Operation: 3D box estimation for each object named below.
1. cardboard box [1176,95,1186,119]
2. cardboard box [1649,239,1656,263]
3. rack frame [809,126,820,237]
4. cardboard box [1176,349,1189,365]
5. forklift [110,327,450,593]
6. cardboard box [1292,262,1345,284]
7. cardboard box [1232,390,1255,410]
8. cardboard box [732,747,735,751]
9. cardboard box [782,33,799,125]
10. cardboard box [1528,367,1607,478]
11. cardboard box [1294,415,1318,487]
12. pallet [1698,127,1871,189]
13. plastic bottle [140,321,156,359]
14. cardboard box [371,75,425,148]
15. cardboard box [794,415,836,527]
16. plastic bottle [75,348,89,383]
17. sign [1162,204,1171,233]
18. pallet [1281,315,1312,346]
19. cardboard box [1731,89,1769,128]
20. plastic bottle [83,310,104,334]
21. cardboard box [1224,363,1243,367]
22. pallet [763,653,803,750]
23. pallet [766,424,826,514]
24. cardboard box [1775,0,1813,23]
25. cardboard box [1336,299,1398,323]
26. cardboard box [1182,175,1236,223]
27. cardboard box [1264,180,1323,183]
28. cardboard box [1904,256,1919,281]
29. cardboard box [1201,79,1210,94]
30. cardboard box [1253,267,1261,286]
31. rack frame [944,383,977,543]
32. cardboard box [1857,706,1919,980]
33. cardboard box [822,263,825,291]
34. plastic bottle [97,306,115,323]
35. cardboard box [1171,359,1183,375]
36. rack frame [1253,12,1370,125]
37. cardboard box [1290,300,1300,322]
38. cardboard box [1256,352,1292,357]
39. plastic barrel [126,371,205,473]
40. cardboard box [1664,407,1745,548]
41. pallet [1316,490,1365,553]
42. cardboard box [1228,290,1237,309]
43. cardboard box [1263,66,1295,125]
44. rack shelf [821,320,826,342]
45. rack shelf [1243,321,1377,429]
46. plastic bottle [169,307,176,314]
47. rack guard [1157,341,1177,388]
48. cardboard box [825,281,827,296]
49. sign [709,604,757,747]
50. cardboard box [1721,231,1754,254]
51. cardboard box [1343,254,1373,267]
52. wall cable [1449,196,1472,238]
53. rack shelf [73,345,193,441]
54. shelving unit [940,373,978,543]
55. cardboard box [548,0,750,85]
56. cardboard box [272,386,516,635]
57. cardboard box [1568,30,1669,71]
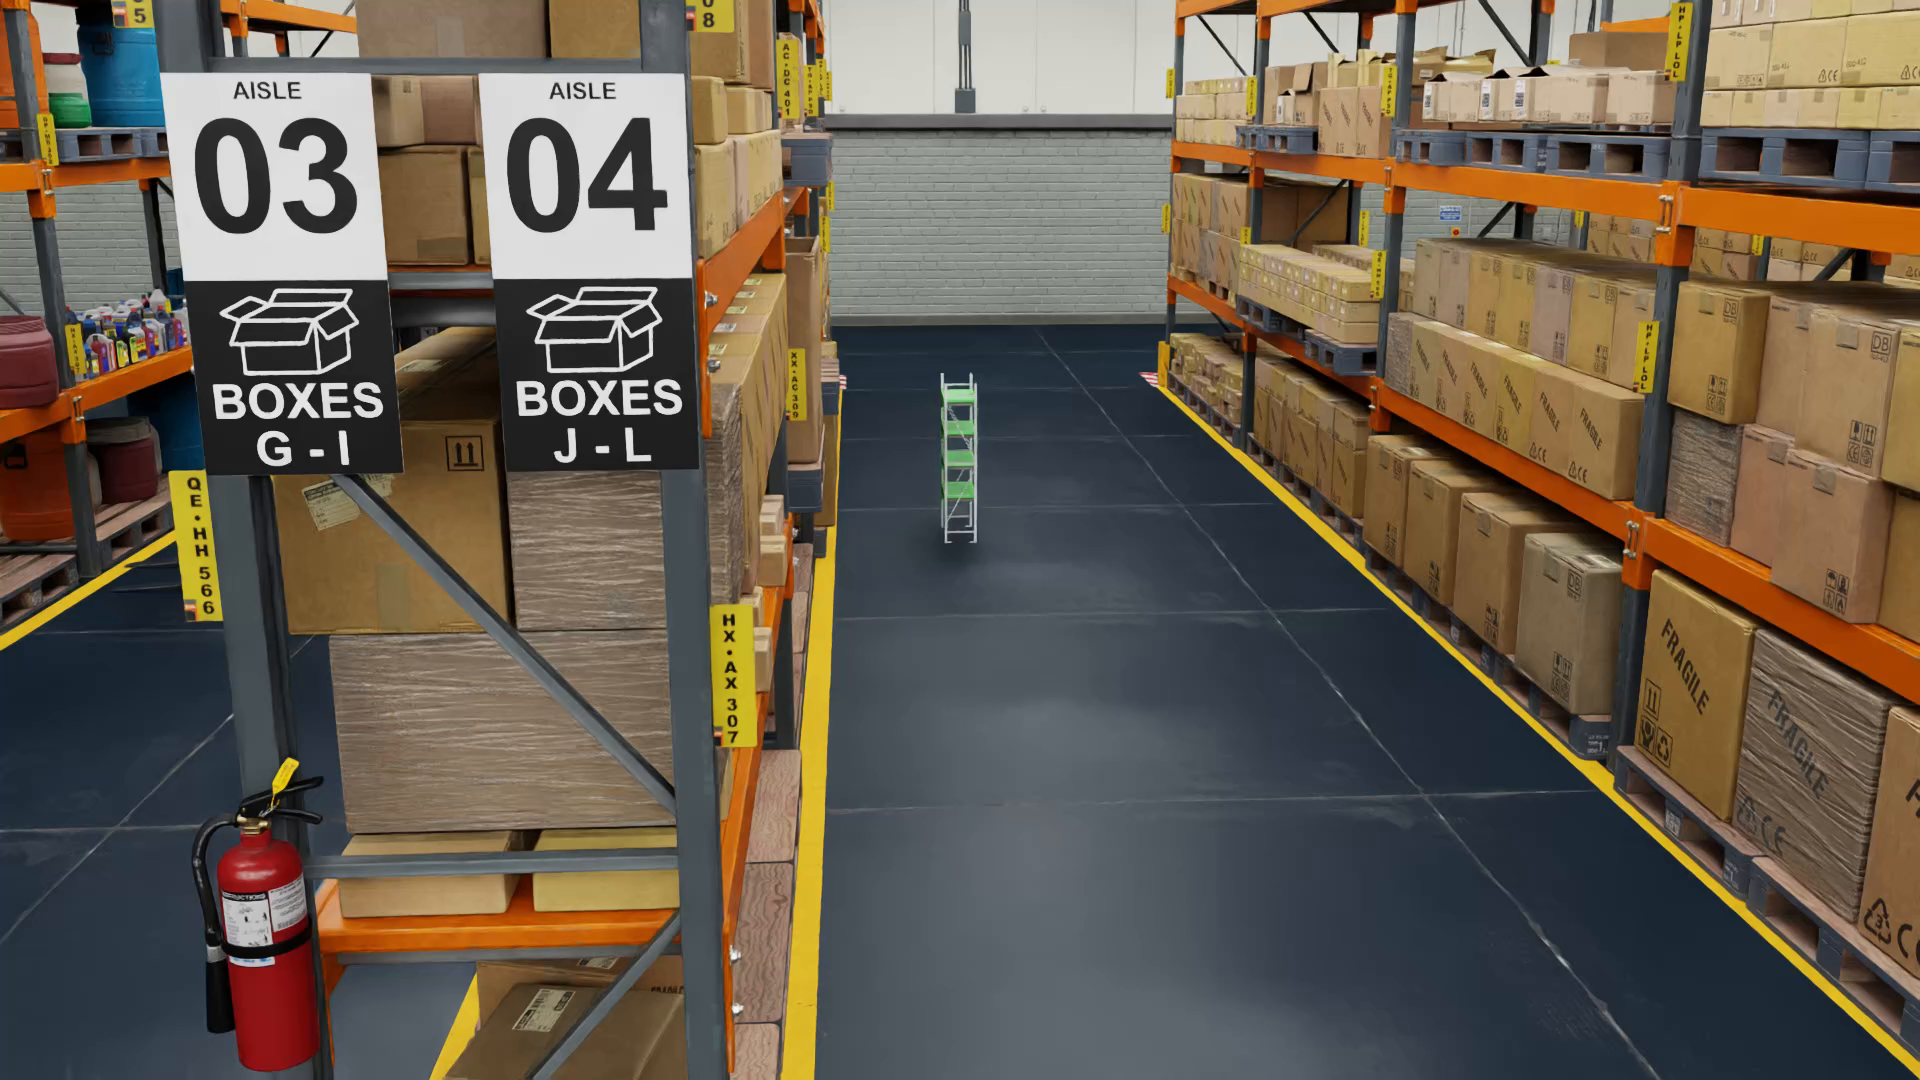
[{"bbox_3d":[2.696,-4.813,18.491,0.500,0.250,0.500,-1,14,-3],"label":"cardboard box"},{"bbox_3d":[7.726,-2.956,17.795,0.500,0.500,0.500,0,14,-2],"label":"cardboard box"},{"bbox_3d":[-1.781,-2.260,15.291,1.000,3.000,0.127,-1,14,-3],"label":"rack frame"},{"bbox_3d":[2.665,-2.070,18.834,0.380,0.149,0.250,-1,14,-4],"label":"cardboard box"},{"bbox_3d":[-3.980,-1.083,10.852,3.031,2.935,1.130,-5,15,-18],"label":"forklift"},{"bbox_3d":[2.858,-2.123,13.226,0.380,0.149,0.250,0,14,-1],"label":"cardboard box"},{"bbox_3d":[2.839,-1.352,16.043,0.380,0.149,0.250,-1,14,-2],"label":"cardboard box"},{"bbox_3d":[-0.859,0.522,4.981,0.380,0.149,0.250,-1,14,-3],"label":"cardboard box"},{"bbox_3d":[-1.196,-2.643,9.556,0.500,0.500,0.500,-1,14,-2],"label":"cardboard box"},{"bbox_3d":[3.341,-0.622,8.723,0.500,0.500,0.500,-1,14,-4],"label":"cardboard box"},{"bbox_3d":[3.044,-0.730,13.517,0.500,0.500,0.500,-2,15,-6],"label":"cardboard box"},{"bbox_3d":[3.712,-1.528,6.604,1.003,0.211,1.213,-1,14,-3],"label":"pallet"},{"bbox_3d":[-6.207,-1.533,12.700,0.061,0.283,0.133,-1,14,-3],"label":"plastic bottle"},{"bbox_3d":[-1.366,-0.913,3.537,0.380,0.149,0.250,-1,14,-3],"label":"cardboard box"},{"bbox_3d":[-1.555,-0.612,12.306,1.225,0.875,0.875,-2,15,-6],"label":"cardboard box"},{"bbox_3d":[-6.181,-1.242,11.581,0.152,0.276,0.135,-1,14,-3],"label":"plastic bottle"},{"bbox_3d":[2.386,-3.717,19.217,0.100,0.325,0.005,-1,14,-3],"label":"sign"},{"bbox_3d":[3.260,-1.716,13.560,1.003,0.211,1.213,-1,14,-3],"label":"pallet"},{"bbox_3d":[3.373,-1.745,6.729,0.380,0.149,0.250,-1,14,-3],"label":"cardboard box"},{"bbox_3d":[-7.004,-1.715,13.420,0.152,0.276,0.135,-1,14,-3],"label":"plastic bottle"},{"bbox_3d":[2.878,-1.697,16.789,0.380,0.149,0.250,0,14,-2],"label":"cardboard box"},{"bbox_3d":[-1.335,0.886,8.658,1.003,0.211,1.213,-1,14,-3],"label":"pallet"},{"bbox_3d":[-1.188,-0.370,8.330,1.003,0.211,1.213,-1,14,-3],"label":"pallet"},{"bbox_3d":[3.387,-2.069,6.388,0.380,0.149,0.250,-1,14,-4],"label":"cardboard box"},{"bbox_3d":[2.938,-1.659,12.017,0.380,0.149,0.250,-1,14,-2],"label":"cardboard box"},{"bbox_3d":[2.728,-3.742,18.246,0.500,0.500,0.500,0,14,-2],"label":"cardboard box"},{"bbox_3d":[3.343,-3.359,16.757,0.500,0.500,0.500,-1,14,-3],"label":"cardboard box"},{"bbox_3d":[8.001,-2.327,13.342,0.500,0.500,0.500,-1,14,-3],"label":"cardboard box"},{"bbox_3d":[2.720,-4.715,17.311,0.380,0.149,0.250,0,14,-2],"label":"cardboard box"},{"bbox_3d":[2.775,-2.304,14.525,0.380,0.149,0.250,-1,14,-2],"label":"cardboard box"},{"bbox_3d":[0.005,-0.562,12.301,0.240,1.200,0.015,-1,14,-3],"label":"rack frame"},{"bbox_3d":[3.755,1.112,5.606,0.875,0.875,0.875,-1,14,-4],"label":"cardboard box"},{"bbox_3d":[-1.575,-2.576,16.224,0.500,0.250,0.500,-1,14,-4],"label":"cardboard box"},{"bbox_3d":[-7.019,-1.772,13.644,0.152,0.276,0.135,-1,14,-3],"label":"plastic bottle"},{"bbox_3d":[2.641,-1.994,19.135,0.380,0.149,0.250,-1,14,-2],"label":"cardboard box"},{"bbox_3d":[3.176,-5.217,14.744,1.000,3.000,0.127,-1,14,-3],"label":"rack frame"},{"bbox_3d":[2.860,-1.833,13.293,0.380,0.149,0.250,0,14,-2],"label":"cardboard box"},{"bbox_3d":[3.290,-1.900,17.578,0.380,0.149,0.250,-1,14,-3],"label":"cardboard box"},{"bbox_3d":[-6.664,-1.059,13.992,0.600,0.901,0.708,-1,14,-3],"label":"plastic barrel"},{"bbox_3d":[3.706,-0.303,7.384,0.875,0.550,0.550,-1,14,-3],"label":"cardboard box"},{"bbox_3d":[3.377,-0.161,12.728,1.003,0.211,1.213,-1,14,-3],"label":"pallet"},{"bbox_3d":[2.800,-2.320,16.027,0.380,0.149,0.250,-1,14,-5],"label":"cardboard box"},{"bbox_3d":[3.089,-3.920,14.680,0.700,0.500,0.500,-1,14,-3],"label":"cardboard box"},{"bbox_3d":[-1.657,-1.414,13.448,1.077,0.370,4.000,-1,14,-3],"label":"rack shelf"},{"bbox_3d":[3.300,-1.466,13.648,1.077,0.370,4.000,-1,14,-3],"label":"rack shelf"},{"bbox_3d":[-6.439,-1.772,13.652,0.097,0.271,0.097,0,14,0],"label":"plastic bottle"},{"bbox_3d":[2.933,-2.077,19.596,1.175,0.500,0.348,-1,14,-3],"label":"rack guard"},{"bbox_3d":[-1.548,-2.540,16.881,0.380,0.149,0.250,-1,14,-3],"label":"cardboard box"},{"bbox_3d":[-0.496,0.296,3.617,0.100,0.325,0.005,-1,14,-3],"label":"sign"},{"bbox_3d":[7.805,-3.059,16.188,0.500,0.500,0.500,-1,14,-4],"label":"cardboard box"},{"bbox_3d":[3.455,-2.327,14.019,0.380,0.149,0.250,-1,14,-5],"label":"cardboard box"},{"bbox_3d":[7.489,-5.317,25.071,0.585,1.953,0.123,-1,14,-3],"label":"wall cable"},{"bbox_3d":[-6.601,-1.338,13.151,1.077,0.370,4.000,-1,14,-3],"label":"rack shelf"},{"bbox_3d":[-0.010,-0.622,12.537,0.258,1.200,0.503,-1,14,-3],"label":"shelving unit"},{"bbox_3d":[-0.860,-1.537,4.658,0.500,0.500,0.500,-1,14,-4],"label":"cardboard box"},{"bbox_3d":[-1.318,-0.086,4.035,0.500,0.500,0.500,-1,14,-3],"label":"cardboard box"},{"bbox_3d":[3.811,-2.642,9.510,0.500,0.500,0.500,-1,14,-3],"label":"cardboard box"}]
